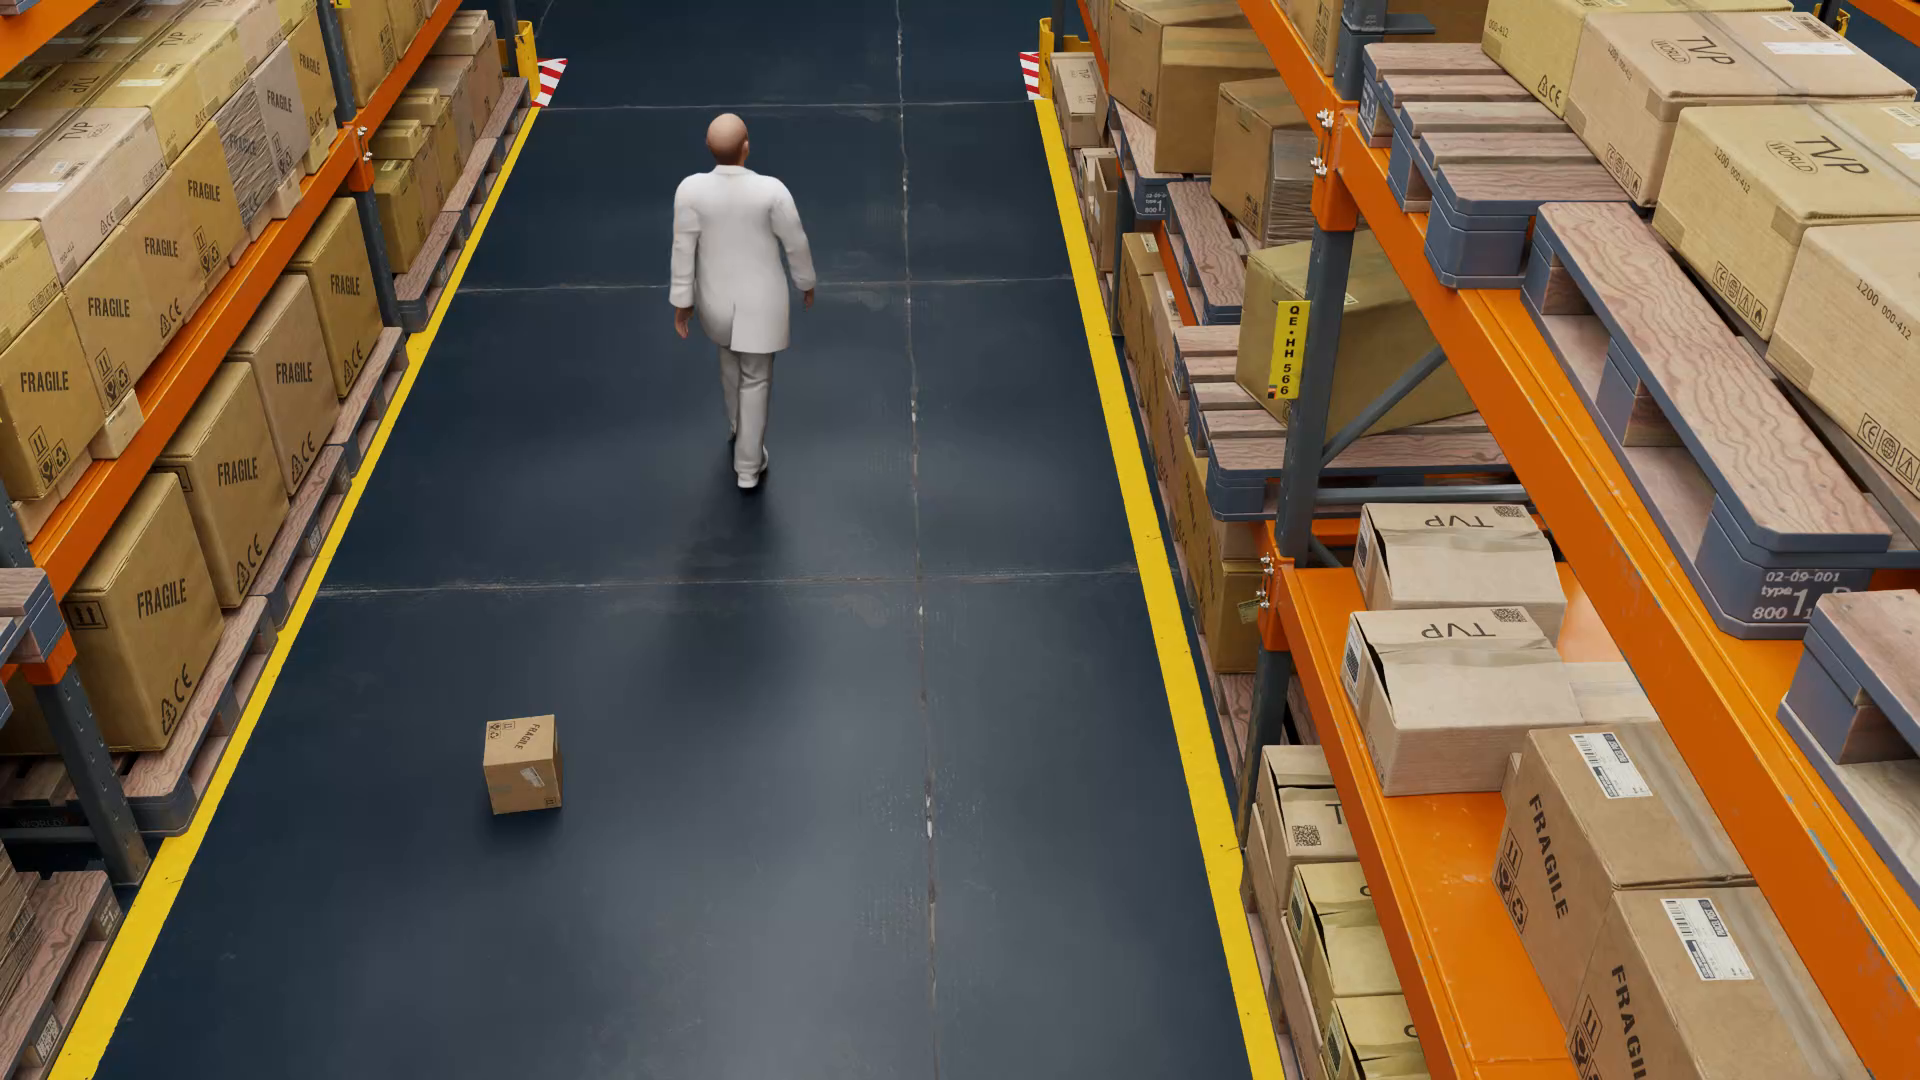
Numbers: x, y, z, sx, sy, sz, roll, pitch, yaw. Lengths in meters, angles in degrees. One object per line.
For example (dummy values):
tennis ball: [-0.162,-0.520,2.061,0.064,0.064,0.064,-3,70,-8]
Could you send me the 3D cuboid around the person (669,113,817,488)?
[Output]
person: [-1.001,-1.132,7.805,0.643,1.834,0.765,4,35,6]
